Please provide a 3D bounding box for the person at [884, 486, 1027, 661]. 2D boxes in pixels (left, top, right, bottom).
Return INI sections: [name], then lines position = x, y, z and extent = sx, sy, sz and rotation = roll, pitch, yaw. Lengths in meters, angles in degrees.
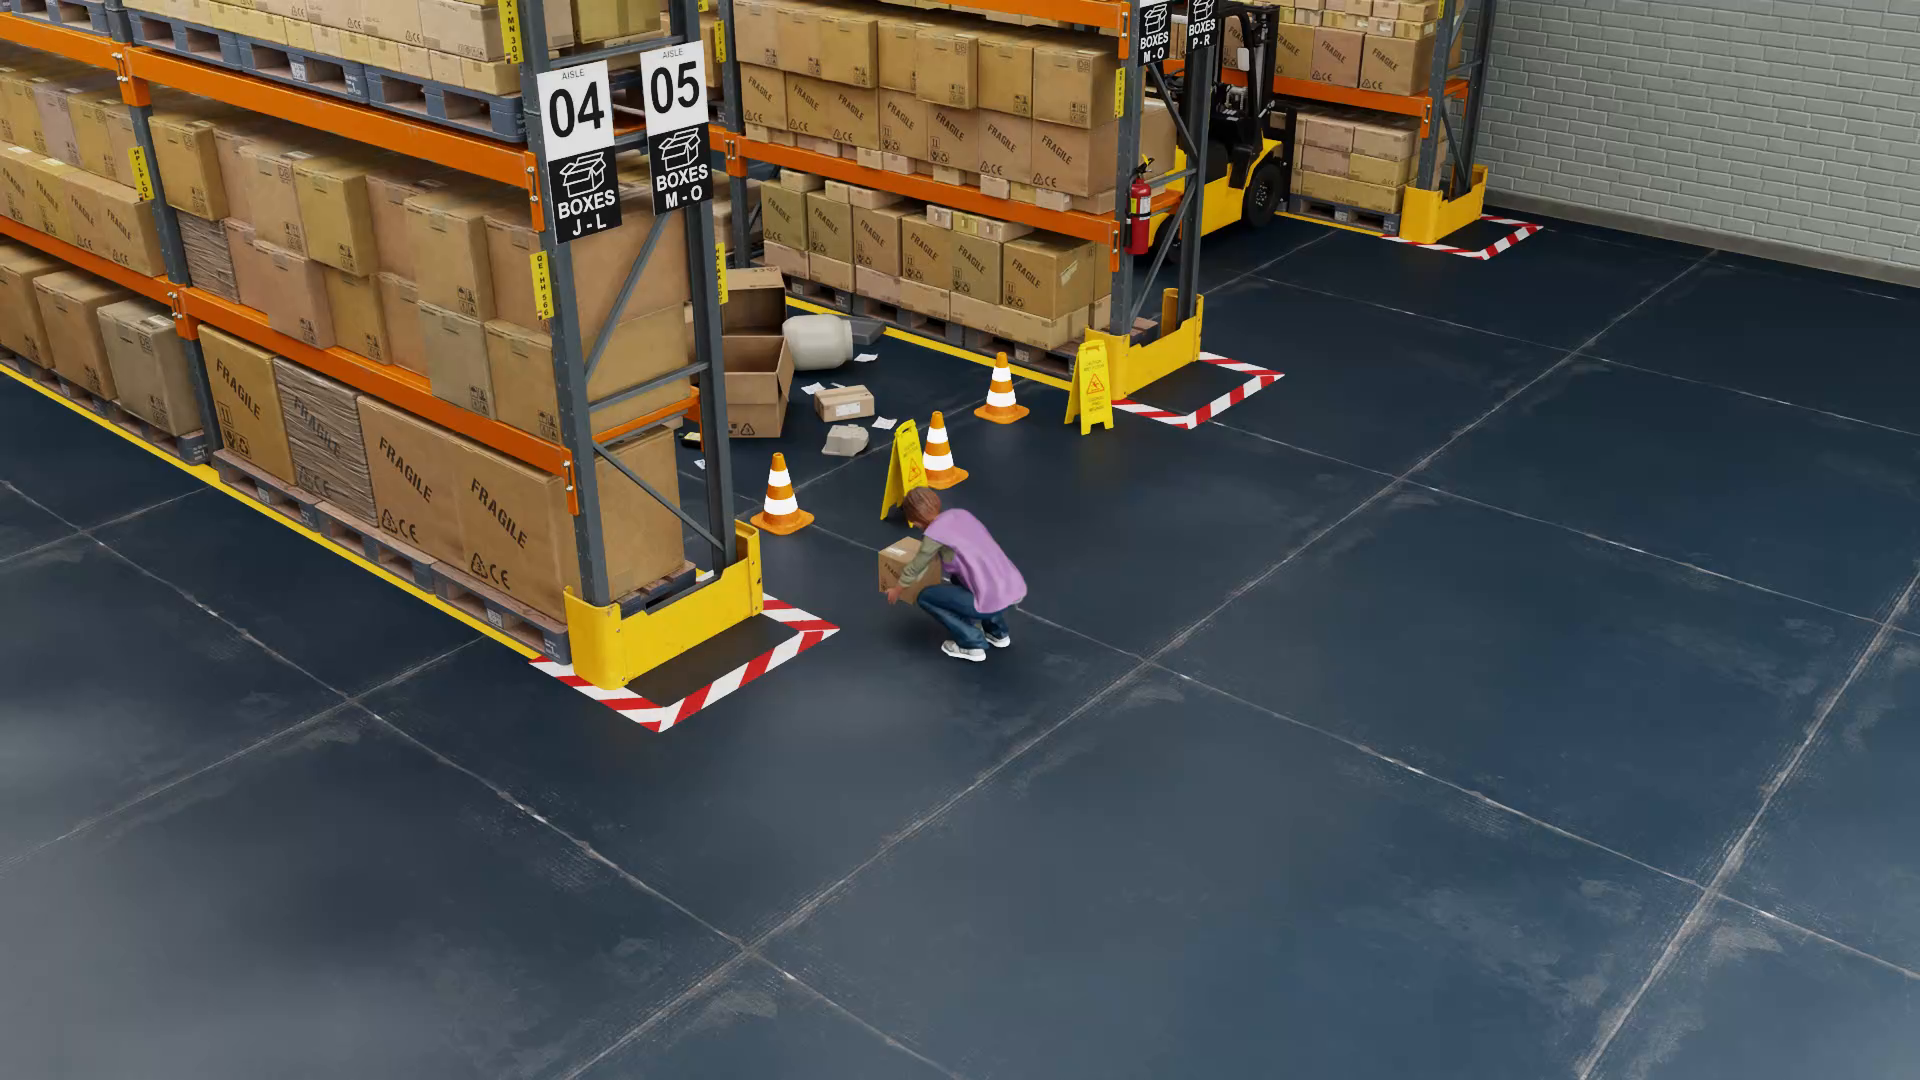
[person]
position = -0.022, 0.169, 9.081
extent = 0.825, 0.889, 0.431
rotation = 20, 34, 34
